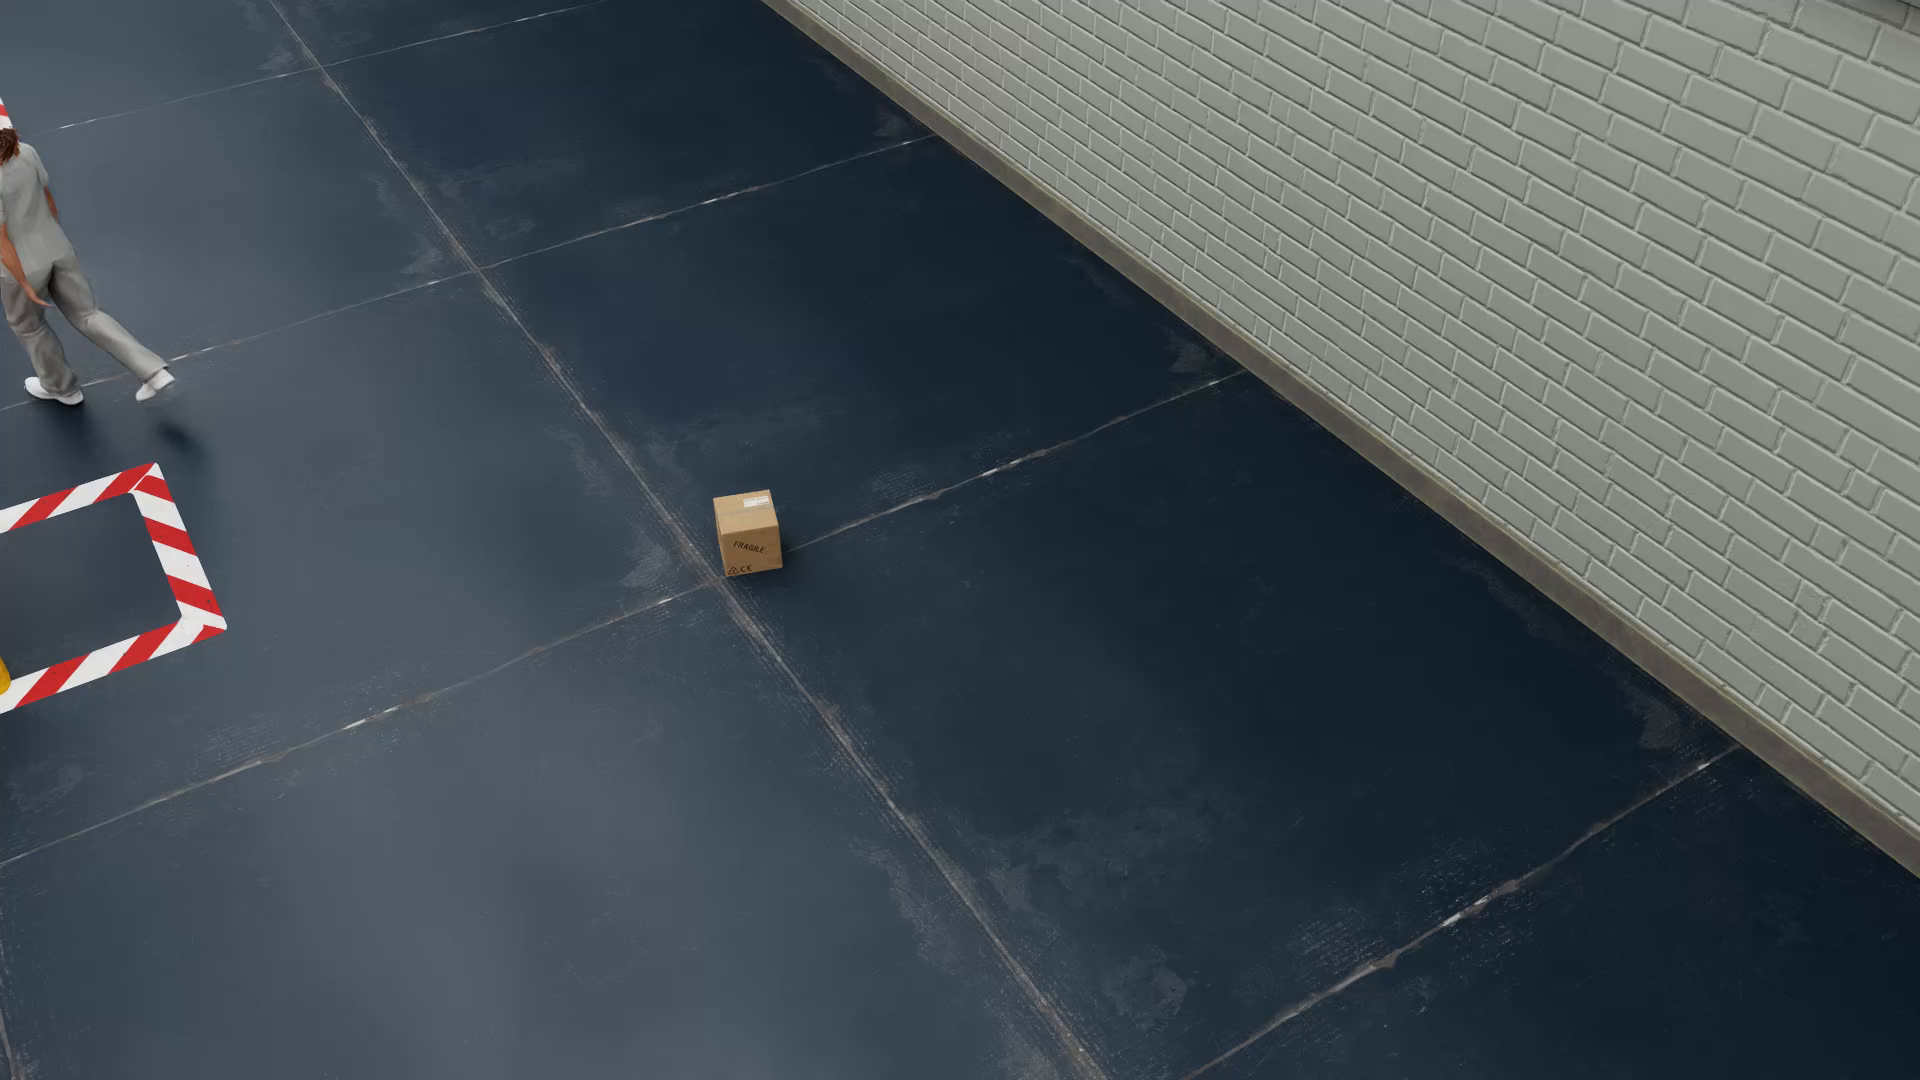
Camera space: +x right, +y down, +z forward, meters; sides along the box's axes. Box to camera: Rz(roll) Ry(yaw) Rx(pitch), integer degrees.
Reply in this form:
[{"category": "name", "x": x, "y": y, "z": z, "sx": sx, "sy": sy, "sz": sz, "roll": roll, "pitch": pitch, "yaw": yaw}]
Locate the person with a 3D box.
[{"category": "person", "x": -4.203, "y": -1.264, "z": 7.613, "sx": 0.884, "sy": 1.649, "sz": 0.434, "roll": 16, "pitch": 43, "yaw": 17}]
